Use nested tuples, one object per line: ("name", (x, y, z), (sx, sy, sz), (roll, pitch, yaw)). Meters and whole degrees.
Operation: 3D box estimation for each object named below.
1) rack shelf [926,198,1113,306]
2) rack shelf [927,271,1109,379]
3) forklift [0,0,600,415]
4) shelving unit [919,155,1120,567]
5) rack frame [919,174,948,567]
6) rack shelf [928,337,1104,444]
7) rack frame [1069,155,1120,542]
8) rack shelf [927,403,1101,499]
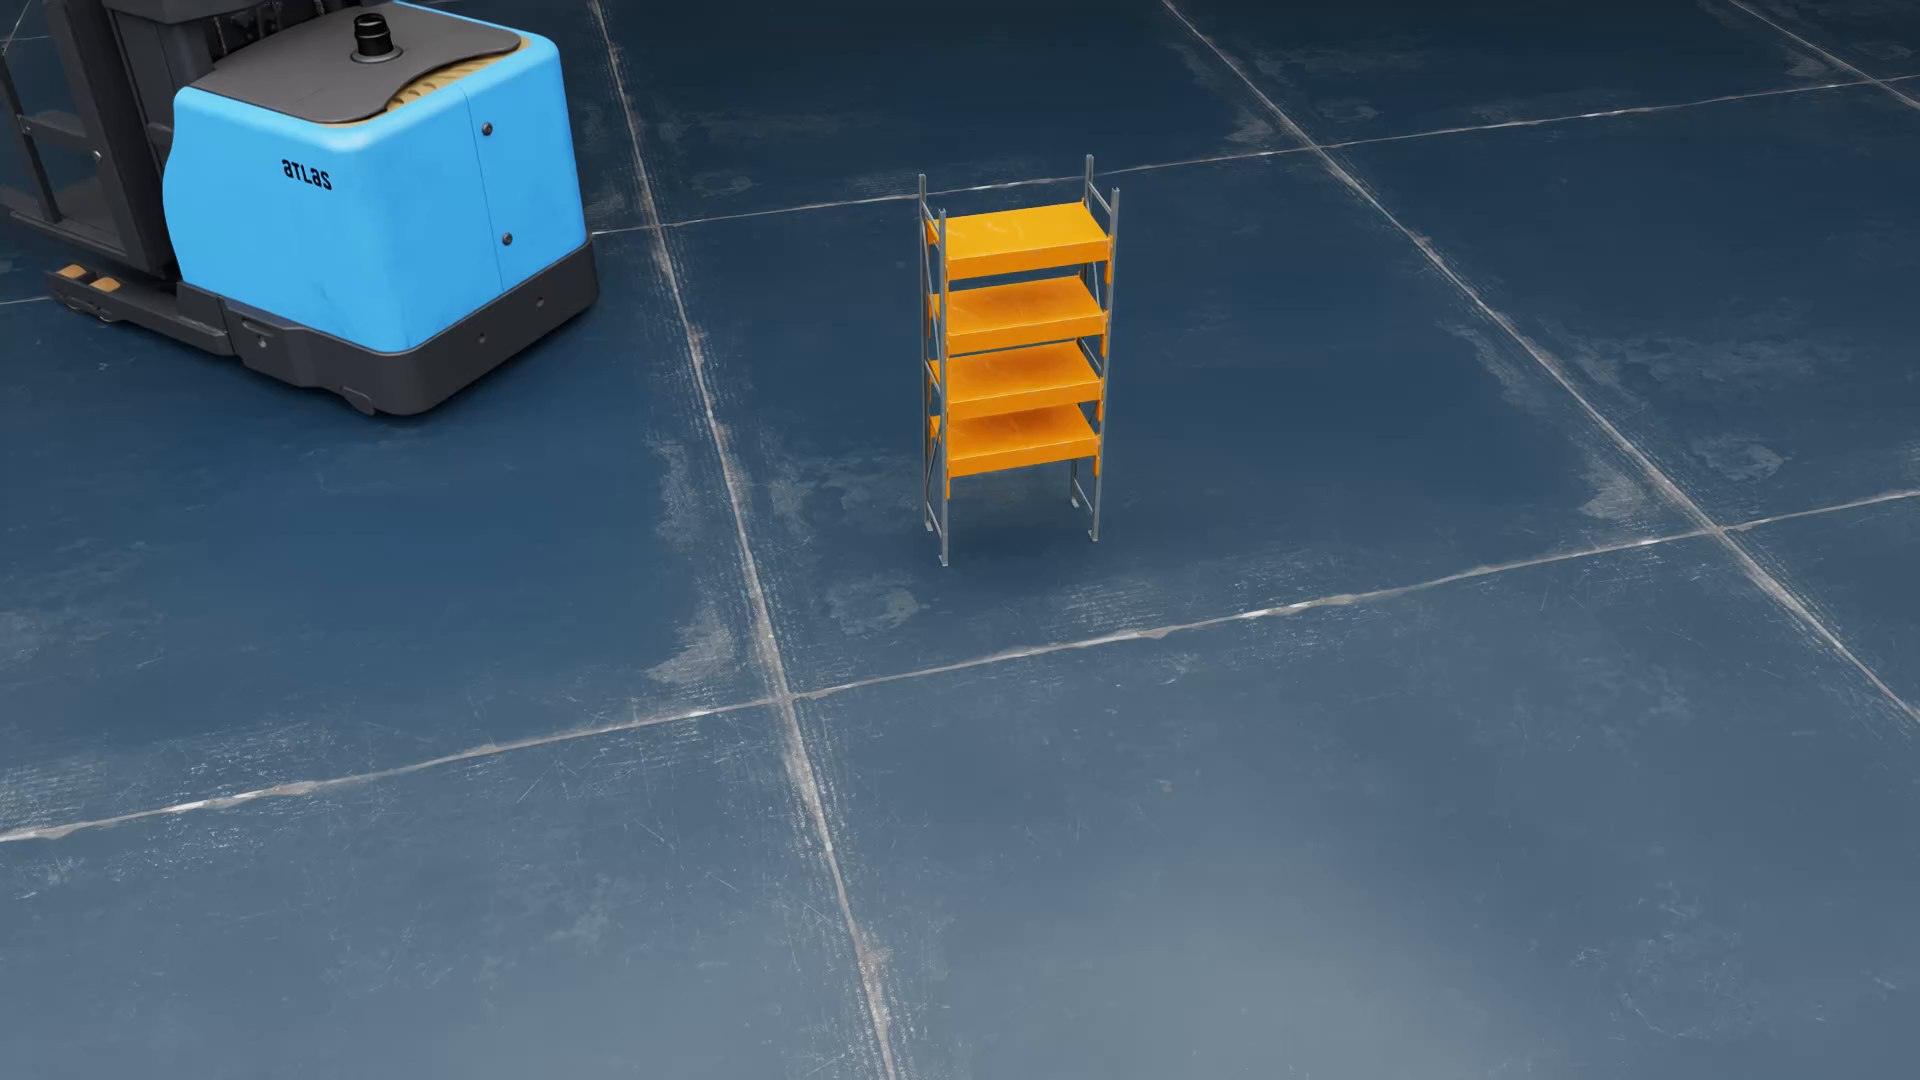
("rack shelf", (0.160, -0.815, 4.681), (0.480, 0.148, 0.258), (-9, 38, -12))
("rack shelf", (0.160, -0.627, 4.825), (0.480, 0.148, 0.258), (-9, 38, -12))
("forklift", (-2.909, -2.249, 5.778), (3.031, 2.935, 1.130), (20, 42, 24))
("shelving unit", (0.160, -0.503, 4.920), (0.503, 1.200, 0.258), (-9, 38, -12))
("rack frame", (-0.076, -0.464, 4.869), (0.015, 1.200, 0.240), (-9, 38, -12))
("rack shelf", (0.160, -0.449, 4.961), (0.480, 0.148, 0.258), (-9, 38, -12))
("rack frame", (0.395, -0.541, 4.970), (0.015, 1.200, 0.240), (-9, 38, -12))
("rack shelf", (0.160, -0.292, 5.081), (0.480, 0.148, 0.258), (-9, 38, -12))
